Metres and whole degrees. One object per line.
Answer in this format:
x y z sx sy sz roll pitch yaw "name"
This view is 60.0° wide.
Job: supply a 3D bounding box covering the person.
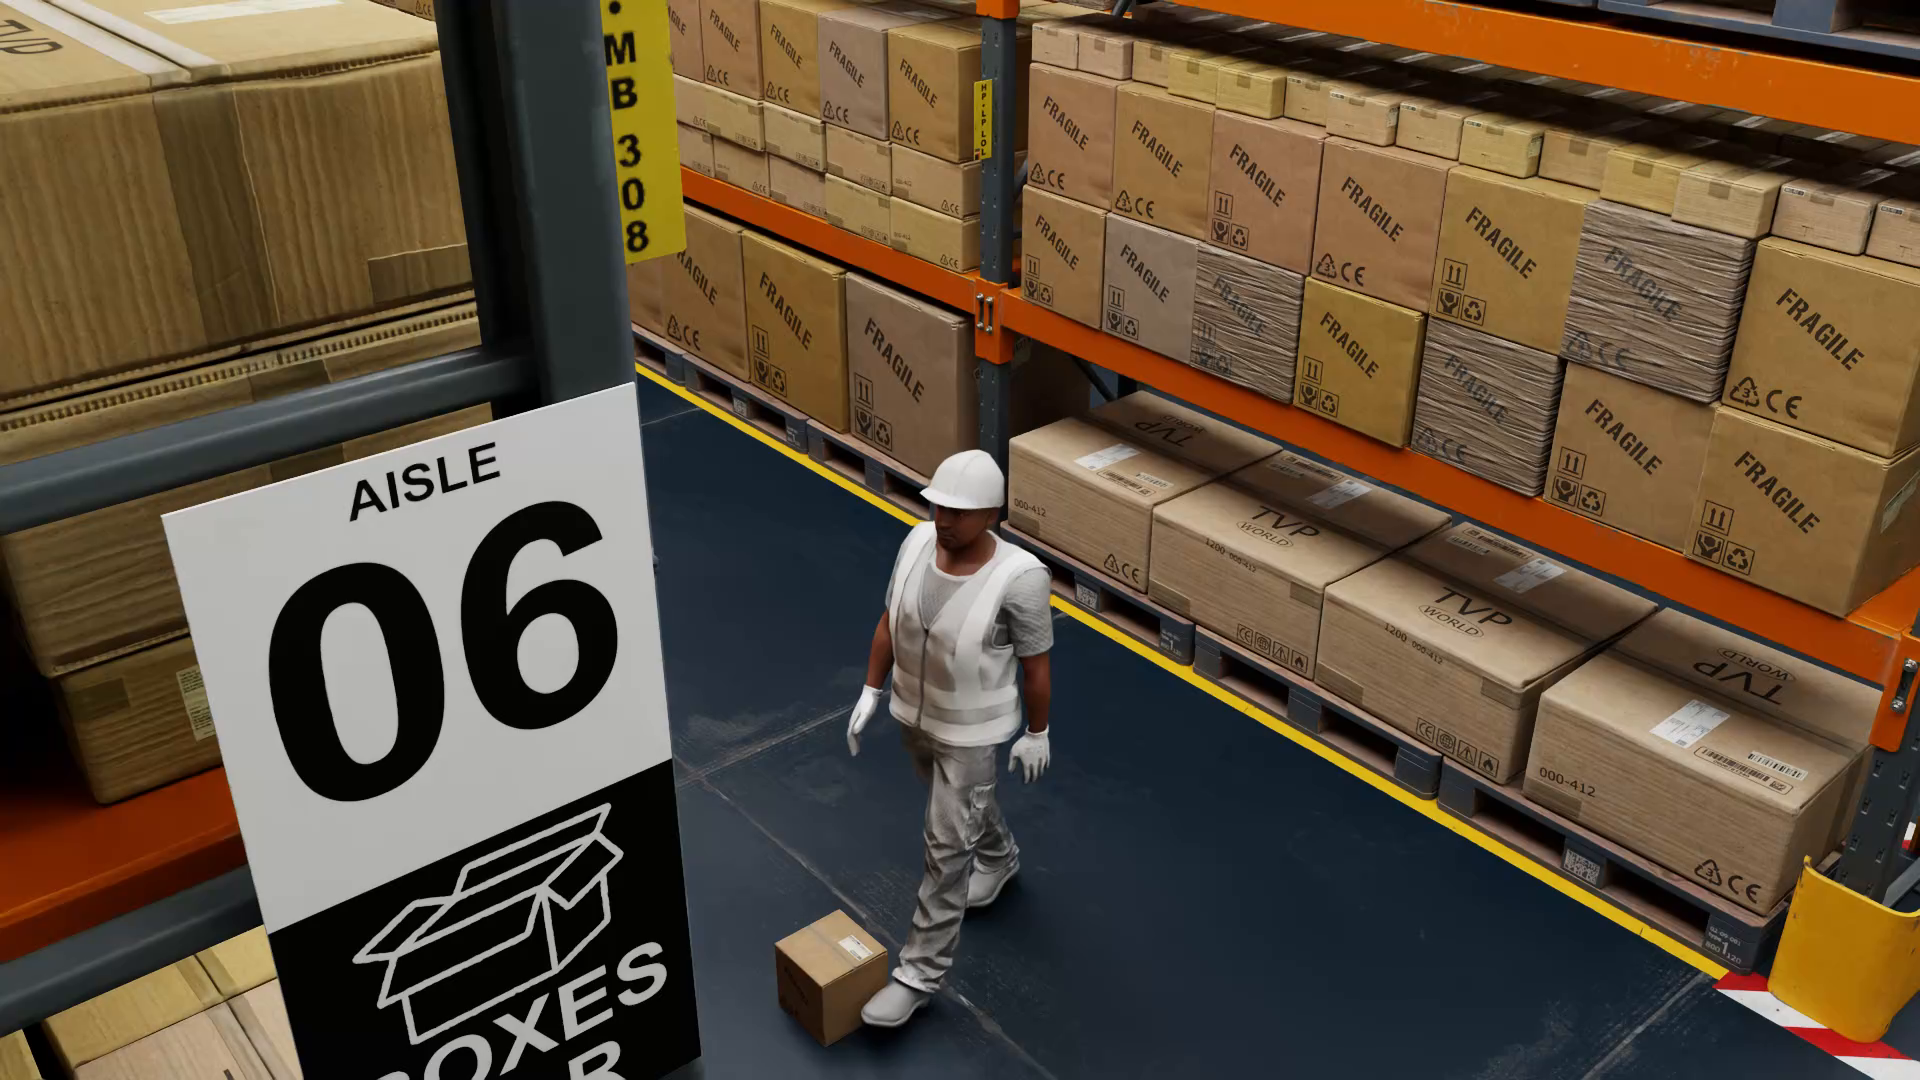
-0.075 0.567 5.044 0.561 1.750 0.934 23 36 37 "person"
